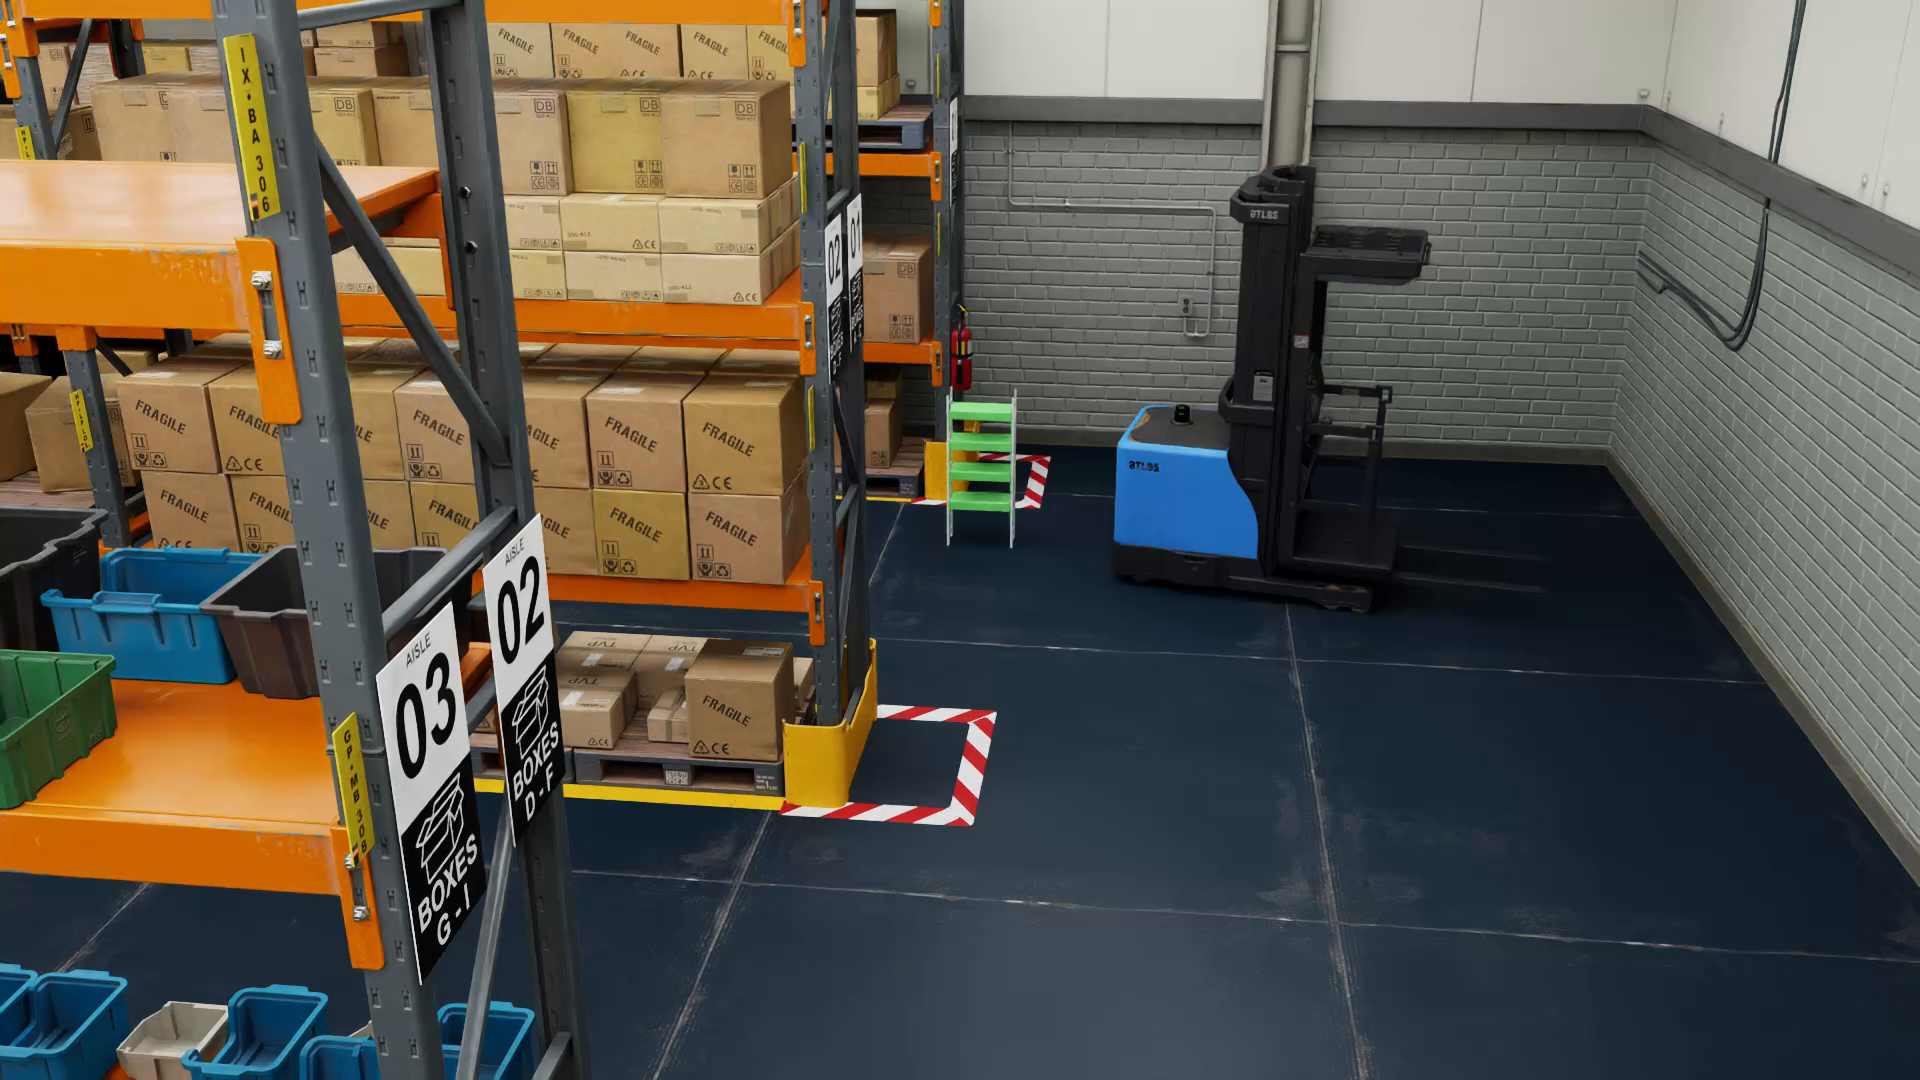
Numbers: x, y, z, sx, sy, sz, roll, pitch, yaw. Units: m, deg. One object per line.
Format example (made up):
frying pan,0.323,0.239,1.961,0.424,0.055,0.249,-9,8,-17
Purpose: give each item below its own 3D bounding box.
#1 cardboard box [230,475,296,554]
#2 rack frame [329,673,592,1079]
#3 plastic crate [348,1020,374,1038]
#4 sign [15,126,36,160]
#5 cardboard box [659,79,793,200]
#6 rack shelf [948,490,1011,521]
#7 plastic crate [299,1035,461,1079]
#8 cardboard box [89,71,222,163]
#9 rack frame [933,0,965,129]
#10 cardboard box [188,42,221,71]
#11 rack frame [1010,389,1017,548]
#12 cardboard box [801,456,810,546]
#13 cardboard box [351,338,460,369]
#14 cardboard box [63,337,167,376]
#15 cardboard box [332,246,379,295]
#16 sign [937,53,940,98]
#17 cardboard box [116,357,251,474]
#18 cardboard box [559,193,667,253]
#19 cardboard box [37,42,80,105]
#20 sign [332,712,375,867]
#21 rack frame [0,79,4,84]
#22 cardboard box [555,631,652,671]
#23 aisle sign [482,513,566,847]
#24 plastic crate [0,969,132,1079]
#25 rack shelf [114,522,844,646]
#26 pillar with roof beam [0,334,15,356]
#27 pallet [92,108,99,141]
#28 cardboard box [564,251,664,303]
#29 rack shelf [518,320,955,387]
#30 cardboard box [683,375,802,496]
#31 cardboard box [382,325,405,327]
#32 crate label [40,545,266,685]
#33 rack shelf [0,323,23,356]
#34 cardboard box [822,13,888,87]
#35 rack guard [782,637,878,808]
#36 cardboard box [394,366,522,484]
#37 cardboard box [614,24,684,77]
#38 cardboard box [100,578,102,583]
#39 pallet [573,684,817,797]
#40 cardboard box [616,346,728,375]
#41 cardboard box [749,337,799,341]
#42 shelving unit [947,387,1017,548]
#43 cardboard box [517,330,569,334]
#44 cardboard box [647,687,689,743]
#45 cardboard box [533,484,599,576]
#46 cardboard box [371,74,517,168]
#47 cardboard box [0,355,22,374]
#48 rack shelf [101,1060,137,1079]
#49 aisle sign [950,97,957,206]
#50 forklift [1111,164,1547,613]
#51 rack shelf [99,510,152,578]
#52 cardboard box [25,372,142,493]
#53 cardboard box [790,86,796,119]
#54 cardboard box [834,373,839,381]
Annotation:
cardboard box,-3.653,-0.204,9.241,0.500,0.500,0.500,3,22,7
rack frame,-1.250,1.681,4.608,0.127,3.000,1.000,2,22,6
plastic crate,-1.766,1.601,5.088,0.298,0.136,0.250,2,22,6
sign,-4.698,-1.916,8.388,0.005,0.325,0.100,2,22,6
cardboard box,-1.176,-2.050,8.469,0.500,0.500,0.700,2,22,6
rack shelf,0.164,-0.268,12.813,0.480,0.148,0.258,2,22,6
plastic crate,-1.605,1.691,4.454,0.499,0.435,0.616,2,22,6
cardboard box,-4.148,-2.200,8.848,0.500,0.500,0.700,2,22,6
rack frame,-0.084,-4.726,12.654,0.127,3.000,1.000,2,22,6
cardboard box,-5.968,-3.879,13.857,0.500,0.500,0.700,2,22,6
rack frame,0.407,-0.540,12.674,0.015,1.200,0.240,2,22,6
cardboard box,-1.073,-0.289,9.455,0.500,0.500,0.500,3,22,7
cardboard box,-3.094,-0.841,9.492,0.500,0.500,0.500,3,22,7
cardboard box,-7.314,-1.398,14.749,0.750,0.750,0.750,2,22,6
cardboard box,-3.190,-1.469,8.699,0.500,0.250,0.500,2,22,6
sign,-0.162,-3.508,12.557,0.005,0.325,0.100,2,22,6
cardboard box,-4.201,-0.689,9.106,0.500,0.500,0.500,3,22,8
cardboard box,-1.700,-1.636,8.441,0.500,0.250,0.500,2,22,6
cardboard box,-7.550,-3.928,13.983,0.500,0.500,0.700,1,22,2
sign,-1.299,0.536,3.566,0.005,0.325,0.100,2,22,6
rack frame,-8.029,-5.072,13.529,0.127,3.000,1.000,2,22,6
cardboard box,-2.163,0.777,10.037,0.500,0.250,0.500,2,22,6
aisle sign,-1.144,0.367,4.396,0.004,0.787,0.394,2,22,6
plastic crate,-2.764,1.543,5.103,0.300,0.233,0.416,2,22,6
rack shelf,-2.650,0.121,9.533,4.000,0.370,1.077,2,22,6
pillar with roof beam,-9.725,-3.872,10.495,0.400,9.000,9.100,2,22,6
pallet,-7.383,-3.581,14.094,1.003,0.211,1.213,3,22,9
cardboard box,-1.700,-1.404,8.535,0.500,0.250,0.500,2,22,6
rack shelf,-2.070,-1.688,14.108,4.000,0.370,1.077,2,22,6
cardboard box,-1.138,-0.558,8.774,0.500,0.500,0.500,2,22,6
cardboard box,-4.679,-1.915,14.018,0.250,0.149,0.380,3,22,7
crate label,-2.128,0.197,4.483,0.502,0.251,0.408,2,22,6
rack shelf,-10.015,-2.034,14.983,4.000,0.370,1.077,2,22,6
cardboard box,-0.843,-3.784,12.828,0.500,0.500,0.500,2,22,6
rack guard,-0.739,1.032,9.650,0.348,0.500,1.175,2,22,6
cardboard box,-2.665,-0.622,8.937,0.500,0.500,0.500,3,22,8
cardboard box,-2.379,-3.852,13.001,0.500,0.500,0.500,3,22,7
cardboard box,-5.619,0.529,10.324,0.500,0.500,0.500,3,22,7
pallet,-1.531,1.132,9.789,1.213,0.211,1.003,2,22,6
cardboard box,-1.593,-0.774,9.322,0.500,0.500,0.500,3,22,7
cardboard box,-1.316,-2.121,13.818,0.700,0.700,0.980,2,22,6
shelving unit,0.164,-0.551,12.701,0.503,1.200,0.258,2,22,6
cardboard box,-3.520,-2.219,14.065,0.700,0.700,0.980,3,22,7
cardboard box,-1.624,1.002,9.581,0.250,0.166,0.380,2,22,6
cardboard box,-2.151,-0.138,9.074,0.500,0.500,0.500,3,22,7
cardboard box,-2.657,-2.141,8.699,0.500,0.500,0.700,2,22,6
cardboard box,-8.750,-1.336,15.042,0.500,0.500,0.700,3,22,7
rack shelf,-3.236,1.929,4.959,4.000,0.370,1.077,2,22,6
aisle sign,-0.048,-3.032,12.994,0.004,0.787,0.394,2,22,6
forklift,2.681,-1.072,11.664,3.031,2.935,1.130,6,22,16
rack shelf,-6.622,-0.052,9.971,4.000,0.370,1.077,2,22,6
cardboard box,-5.080,-0.644,9.782,0.500,0.500,0.700,-5,22,-12
cardboard box,-1.360,-3.460,13.028,0.500,0.250,0.500,2,22,4
cardboard box,-1.147,-1.353,14.230,0.250,0.149,0.380,3,22,6
